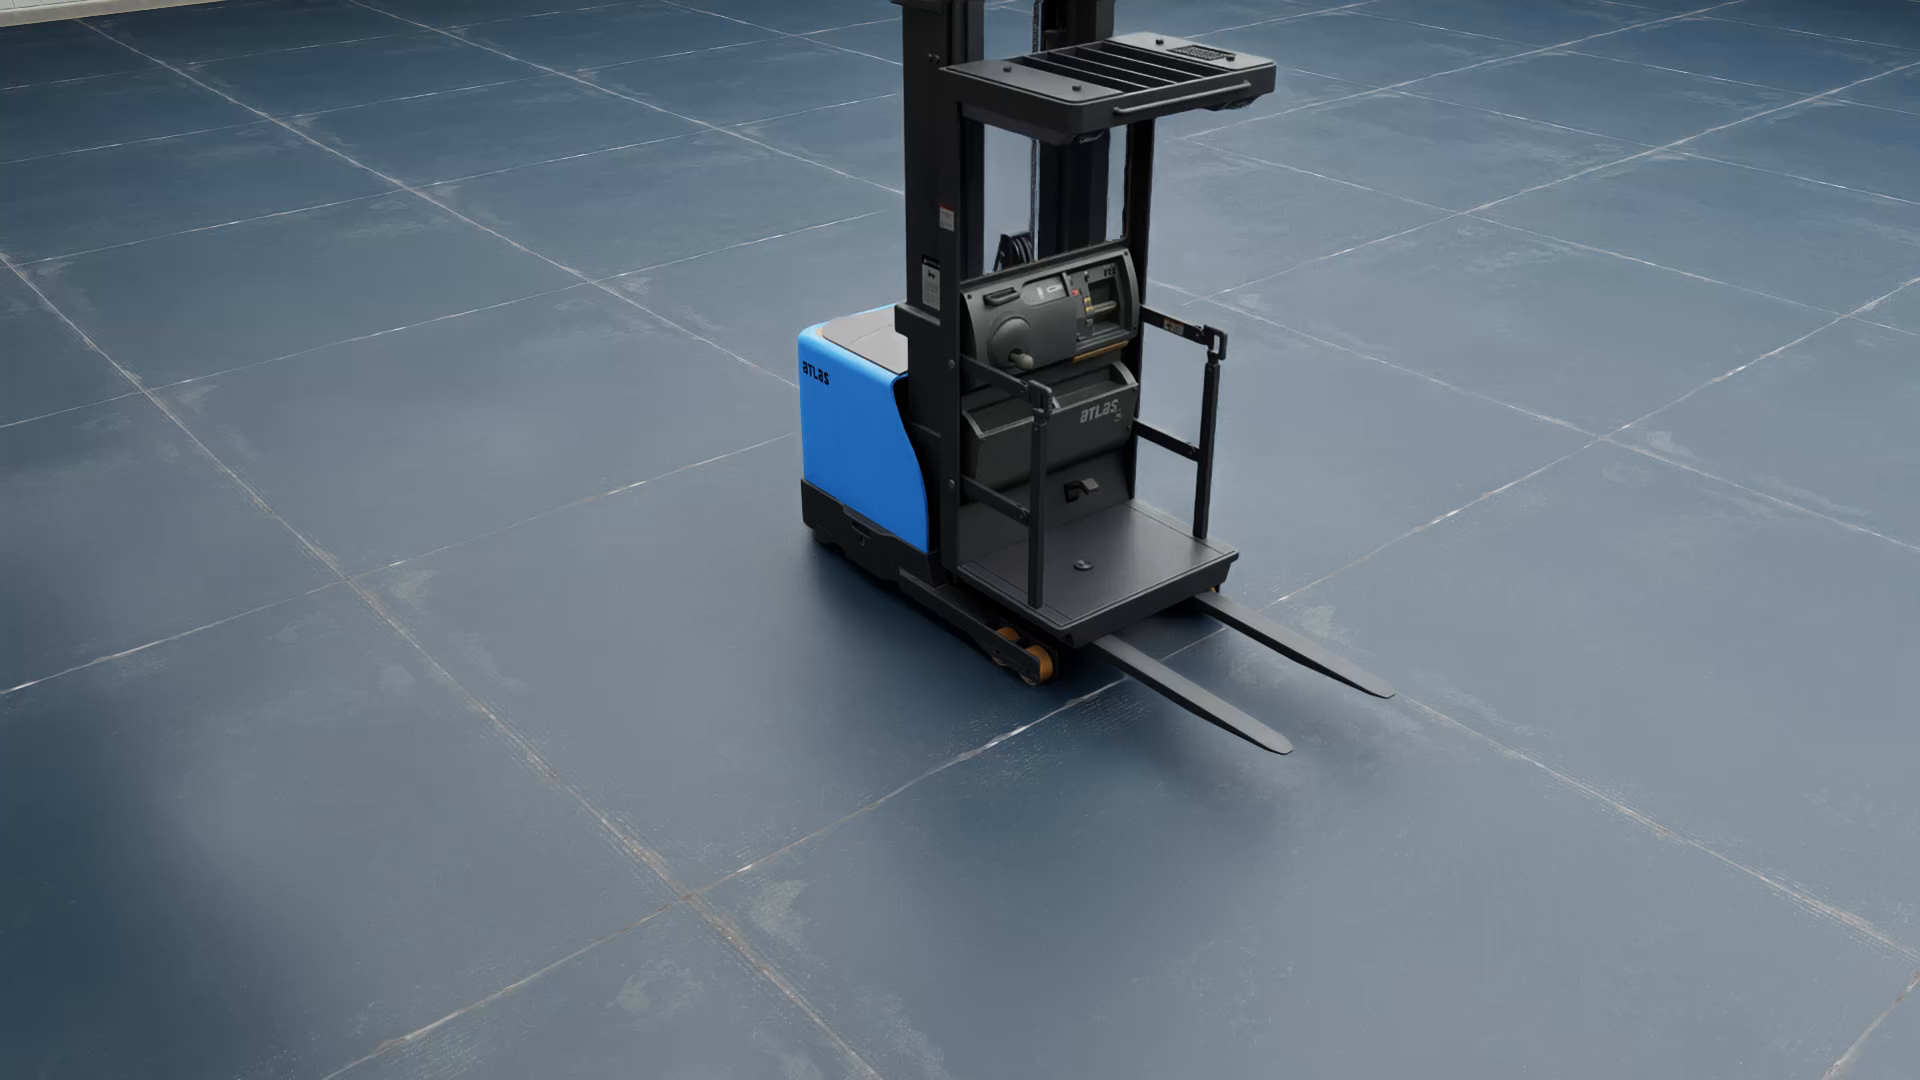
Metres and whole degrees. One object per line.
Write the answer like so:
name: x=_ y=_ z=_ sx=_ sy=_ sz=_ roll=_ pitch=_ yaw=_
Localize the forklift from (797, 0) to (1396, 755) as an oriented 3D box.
forklift: x=0.531 y=-0.942 z=6.902 sx=1.130 sy=2.935 sz=3.031 roll=-21 pitch=34 yaw=-34
